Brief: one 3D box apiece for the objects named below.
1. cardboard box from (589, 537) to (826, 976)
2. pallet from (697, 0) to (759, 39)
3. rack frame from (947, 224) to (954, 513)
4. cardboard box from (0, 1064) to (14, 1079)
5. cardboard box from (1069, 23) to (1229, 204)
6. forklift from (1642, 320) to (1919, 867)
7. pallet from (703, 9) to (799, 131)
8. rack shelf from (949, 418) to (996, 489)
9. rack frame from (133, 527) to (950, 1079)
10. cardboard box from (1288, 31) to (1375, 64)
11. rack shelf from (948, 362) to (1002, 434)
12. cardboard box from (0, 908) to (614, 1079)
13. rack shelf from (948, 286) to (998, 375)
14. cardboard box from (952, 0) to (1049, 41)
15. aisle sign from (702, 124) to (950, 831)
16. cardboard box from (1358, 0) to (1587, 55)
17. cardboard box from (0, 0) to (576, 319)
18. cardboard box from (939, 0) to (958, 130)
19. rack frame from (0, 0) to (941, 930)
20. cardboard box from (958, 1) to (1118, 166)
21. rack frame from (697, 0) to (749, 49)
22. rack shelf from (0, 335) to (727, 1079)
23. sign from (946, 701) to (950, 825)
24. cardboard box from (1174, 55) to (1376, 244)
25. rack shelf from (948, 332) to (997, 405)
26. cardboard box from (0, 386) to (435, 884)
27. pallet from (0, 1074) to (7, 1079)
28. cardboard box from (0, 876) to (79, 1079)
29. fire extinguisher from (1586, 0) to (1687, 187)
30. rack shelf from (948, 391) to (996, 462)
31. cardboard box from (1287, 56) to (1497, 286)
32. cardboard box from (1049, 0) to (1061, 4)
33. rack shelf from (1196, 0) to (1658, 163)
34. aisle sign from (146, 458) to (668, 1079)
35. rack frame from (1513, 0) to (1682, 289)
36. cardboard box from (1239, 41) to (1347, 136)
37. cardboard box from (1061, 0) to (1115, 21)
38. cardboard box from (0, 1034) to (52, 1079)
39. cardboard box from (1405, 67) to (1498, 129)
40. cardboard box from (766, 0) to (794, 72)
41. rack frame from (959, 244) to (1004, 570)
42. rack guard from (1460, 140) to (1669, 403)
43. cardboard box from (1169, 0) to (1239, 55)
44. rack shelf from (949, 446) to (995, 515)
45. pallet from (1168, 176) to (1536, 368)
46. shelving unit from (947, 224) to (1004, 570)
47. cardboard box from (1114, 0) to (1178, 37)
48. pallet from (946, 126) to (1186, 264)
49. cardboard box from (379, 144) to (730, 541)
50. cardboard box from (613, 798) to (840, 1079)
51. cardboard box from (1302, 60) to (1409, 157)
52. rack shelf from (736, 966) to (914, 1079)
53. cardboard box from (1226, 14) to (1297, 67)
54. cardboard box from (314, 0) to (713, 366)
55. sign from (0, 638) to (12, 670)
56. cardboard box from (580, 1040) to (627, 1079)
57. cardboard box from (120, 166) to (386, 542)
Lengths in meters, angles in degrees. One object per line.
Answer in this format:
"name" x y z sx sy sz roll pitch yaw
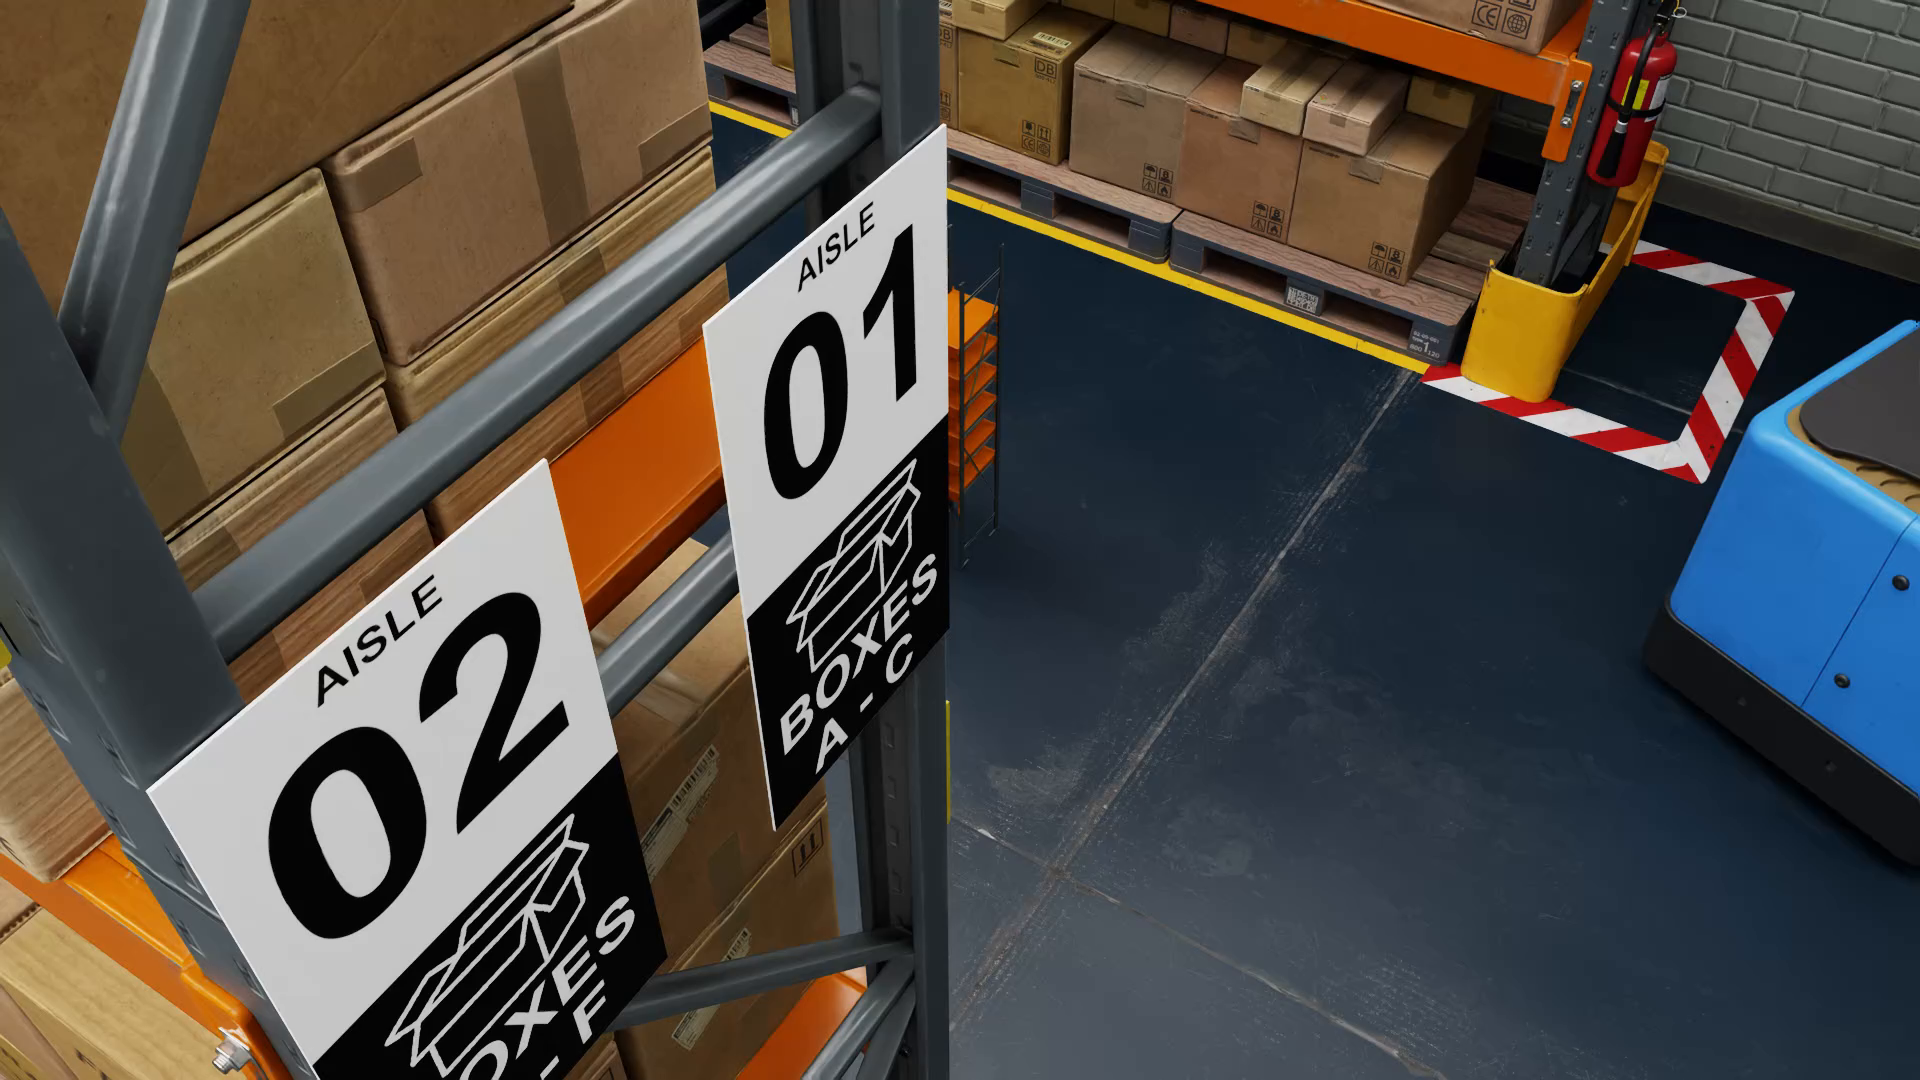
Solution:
"cardboard box" -0.569 0.307 2.593 0.500 0.500 0.500 26 51 23
"pallet" -1.724 -2.800 8.324 1.213 0.211 1.003 25 51 22
"rack frame" -0.089 -0.459 5.360 0.006 1.200 0.240 25 51 22
"cardboard box" -1.718 0.582 3.023 0.500 0.500 0.500 25 51 22
"cardboard box" 0.845 -1.844 6.901 0.500 0.500 0.700 23 50 21
"forklift" 3.663 -0.945 4.625 3.031 2.935 1.130 -27 52 -24
"pallet" -0.436 -2.206 7.746 1.213 0.211 1.003 25 51 22
"rack shelf" -0.012 -0.309 5.443 0.180 0.103 0.258 25 51 22
"rack frame" -0.338 1.022 2.666 0.127 3.000 1.000 25 51 22
"cardboard box" 1.476 -1.950 6.551 0.250 0.149 0.380 25 51 22
"rack shelf" -0.012 -0.476 5.271 0.180 0.103 0.258 25 51 22
"cardboard box" -0.861 0.632 2.277 0.500 0.500 0.500 24 51 22
"rack shelf" -0.012 -0.644 5.099 0.180 0.103 0.258 25 51 22
"cardboard box" 0.170 -2.224 6.818 0.250 0.149 0.380 23 50 21
"aisle sign" -0.122 -0.035 1.880 0.004 0.787 0.394 25 51 22
"cardboard box" 1.899 -2.266 5.651 0.700 0.700 0.980 27 52 24
"cardboard box" -0.779 -0.596 1.379 0.500 0.500 0.700 25 51 22
"cardboard box" -0.039 -2.246 7.291 0.500 0.500 0.700 24 51 22
"rack frame" -0.338 -1.069 0.514 0.127 3.000 1.000 25 51 22
"cardboard box" 0.392 -2.046 7.097 0.500 0.500 0.700 26 51 23
"rack frame" -1.034 -3.519 7.078 0.127 3.000 1.000 25 51 22
"rack shelf" -2.021 -0.547 2.600 4.000 0.370 1.077 25 51 22
"sign" -0.045 0.392 2.674 0.005 0.325 0.100 25 51 22
"cardboard box" 1.269 -1.650 6.712 0.500 0.500 0.700 25 51 22
"rack shelf" -0.012 -0.560 5.185 0.180 0.103 0.258 25 51 22
"cardboard box" -0.913 -0.011 1.682 0.500 0.250 0.500 25 51 22
"pallet" -2.096 1.183 4.453 1.213 0.211 1.003 25 51 22
"cardboard box" -1.287 0.437 2.467 0.500 0.500 0.500 26 51 23
"fire extinguisher" 2.211 -1.476 5.407 0.183 0.674 0.296 25 51 22
"rack shelf" -0.012 -0.393 5.357 0.180 0.103 0.258 25 51 22
"cardboard box" 1.690 -1.456 6.524 0.500 0.500 0.700 25 51 22
"cardboard box" 0.404 -2.442 7.029 0.250 0.149 0.380 25 51 22
"rack shelf" 0.650 -2.494 6.584 4.000 0.370 1.077 25 51 22
"aisle sign" -0.446 0.327 1.528 0.004 0.787 0.394 25 51 22
"rack frame" 2.333 -1.970 5.573 0.127 3.000 1.000 25 51 22
"cardboard box" 1.268 -1.720 6.328 0.250 0.149 0.380 26 51 23
"cardboard box" 0.622 -2.343 6.933 0.250 0.149 0.380 24 50 21
"cardboard box" -1.300 0.779 2.832 0.500 0.500 0.500 25 51 22
"cardboard box" 1.903 -1.755 6.361 0.250 0.149 0.380 25 51 22
"cardboard box" -0.460 -2.443 7.482 0.500 0.500 0.700 25 51 23
"rack frame" 0.065 -0.388 5.291 0.006 1.200 0.240 25 51 22
"rack guard" 2.353 -1.090 6.460 0.348 0.500 1.175 25 51 22
"cardboard box" 1.051 -2.145 6.741 0.250 0.149 0.380 25 51 23
"rack shelf" -0.012 -0.226 5.529 0.180 0.103 0.258 25 51 22
"pallet" 1.618 -1.261 6.828 1.213 0.211 1.003 25 51 22
"shelving unit" -0.012 -0.424 5.325 0.189 1.200 0.258 25 51 22
"cardboard box" 0.835 -2.244 6.837 0.250 0.149 0.380 25 51 22
"pallet" 0.595 -1.734 7.288 1.213 0.211 1.003 25 51 22
"cardboard box" -0.633 -0.324 1.986 0.500 0.250 0.500 25 51 22
"cardboard box" -0.569 0.656 2.952 0.500 0.500 0.500 26 51 23
"cardboard box" 1.484 -1.622 6.232 0.250 0.149 0.380 24 51 22
"rack shelf" -2.021 0.498 3.676 4.000 0.370 1.077 25 51 22
"cardboard box" 1.266 -2.047 6.646 0.250 0.149 0.380 25 51 22
"cardboard box" -0.630 -0.502 1.810 0.500 0.250 0.500 25 51 22
"sign" -0.654 -0.005 0.954 0.005 0.325 0.100 25 51 22
"cardboard box" -0.862 0.978 2.639 0.500 0.500 0.500 26 51 23
"cardboard box" -0.908 -0.191 1.508 0.500 0.250 0.500 25 51 22
